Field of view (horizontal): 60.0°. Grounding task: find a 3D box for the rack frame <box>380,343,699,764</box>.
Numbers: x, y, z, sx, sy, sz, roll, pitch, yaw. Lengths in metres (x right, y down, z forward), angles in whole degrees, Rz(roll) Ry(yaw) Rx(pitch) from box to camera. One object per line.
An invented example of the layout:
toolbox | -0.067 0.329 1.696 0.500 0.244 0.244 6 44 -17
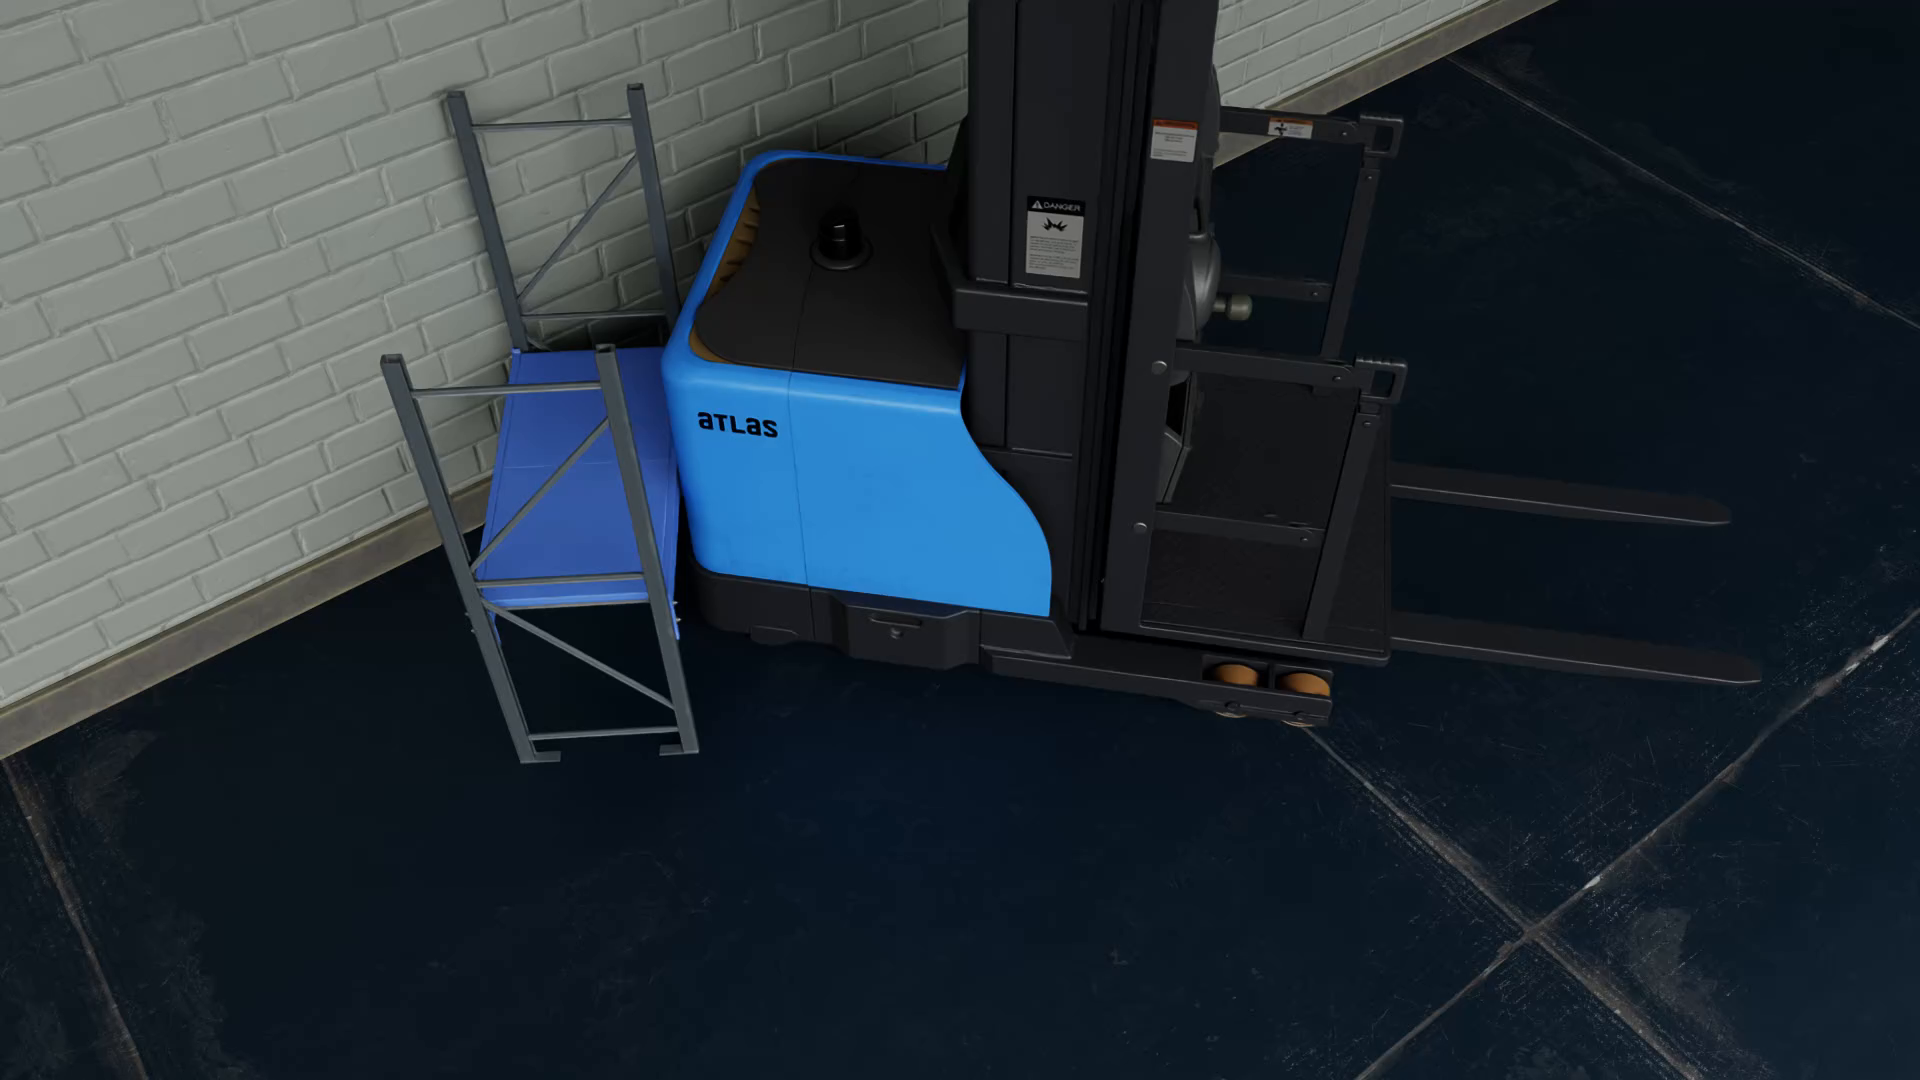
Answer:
rack frame | -0.993 0.102 4.143 0.500 1.500 0.032 -3 48 -2

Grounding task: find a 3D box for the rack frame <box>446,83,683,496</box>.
rack frame | -1.060 -0.650 4.825 0.500 1.500 0.032 -3 48 -2

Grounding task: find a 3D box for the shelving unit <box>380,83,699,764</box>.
shelving unit | -1.027 -0.274 4.484 0.538 1.500 1.048 -3 48 -2

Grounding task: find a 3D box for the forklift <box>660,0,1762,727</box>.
forklift | 0.781 -0.877 4.066 3.031 2.935 1.130 7 48 6

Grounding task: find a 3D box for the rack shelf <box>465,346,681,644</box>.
rack shelf | -1.025 -0.154 4.617 0.538 0.185 1.000 -3 48 -2
